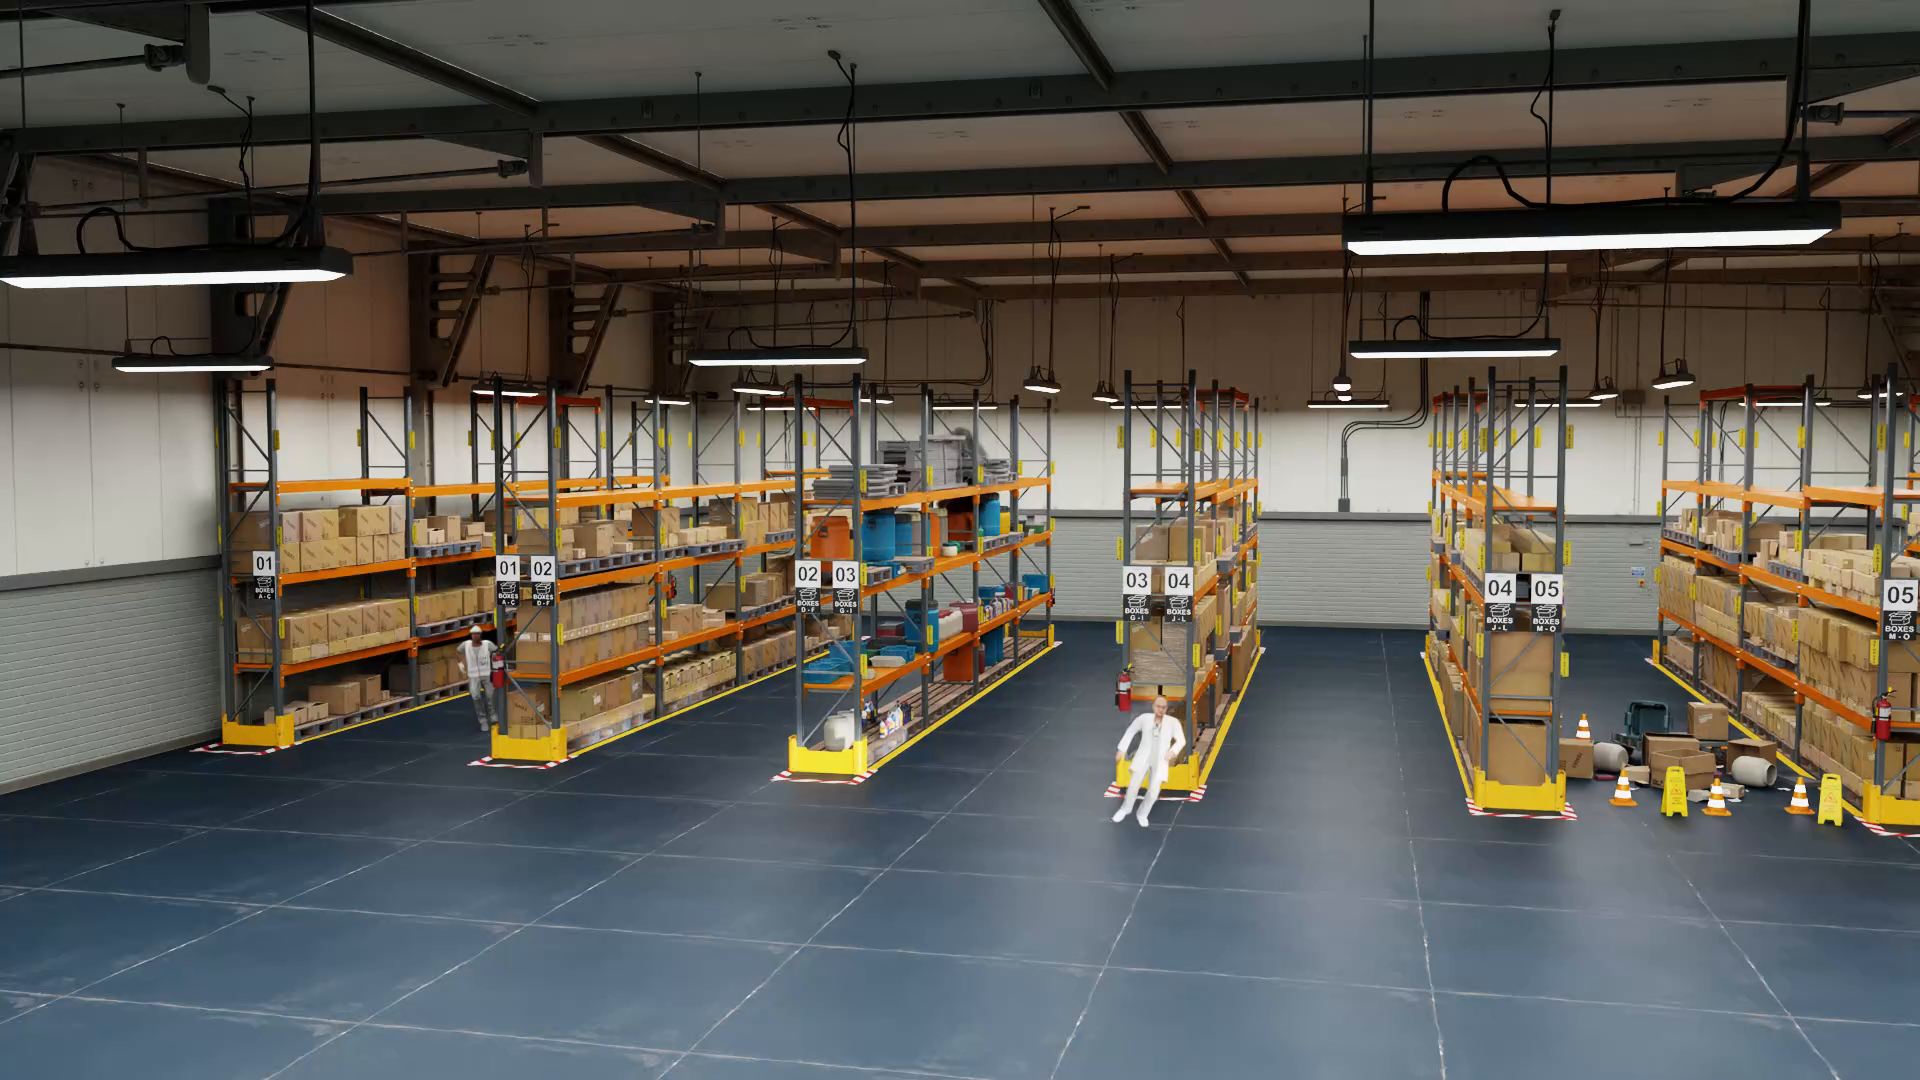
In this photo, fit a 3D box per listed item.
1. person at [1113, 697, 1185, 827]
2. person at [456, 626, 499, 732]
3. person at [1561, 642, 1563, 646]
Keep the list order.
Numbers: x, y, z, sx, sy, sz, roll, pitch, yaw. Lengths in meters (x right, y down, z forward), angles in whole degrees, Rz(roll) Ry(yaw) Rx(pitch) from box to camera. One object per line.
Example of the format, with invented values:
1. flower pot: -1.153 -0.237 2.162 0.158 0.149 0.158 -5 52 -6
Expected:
1. person: 2.454 2.893 21.559 0.933 1.711 0.634 0 3 0
2. person: -8.350 2.389 28.811 0.763 1.827 0.745 -1 4 -12
3. person: 13.553 1.766 38.774 0.976 1.749 0.708 1 3 12
